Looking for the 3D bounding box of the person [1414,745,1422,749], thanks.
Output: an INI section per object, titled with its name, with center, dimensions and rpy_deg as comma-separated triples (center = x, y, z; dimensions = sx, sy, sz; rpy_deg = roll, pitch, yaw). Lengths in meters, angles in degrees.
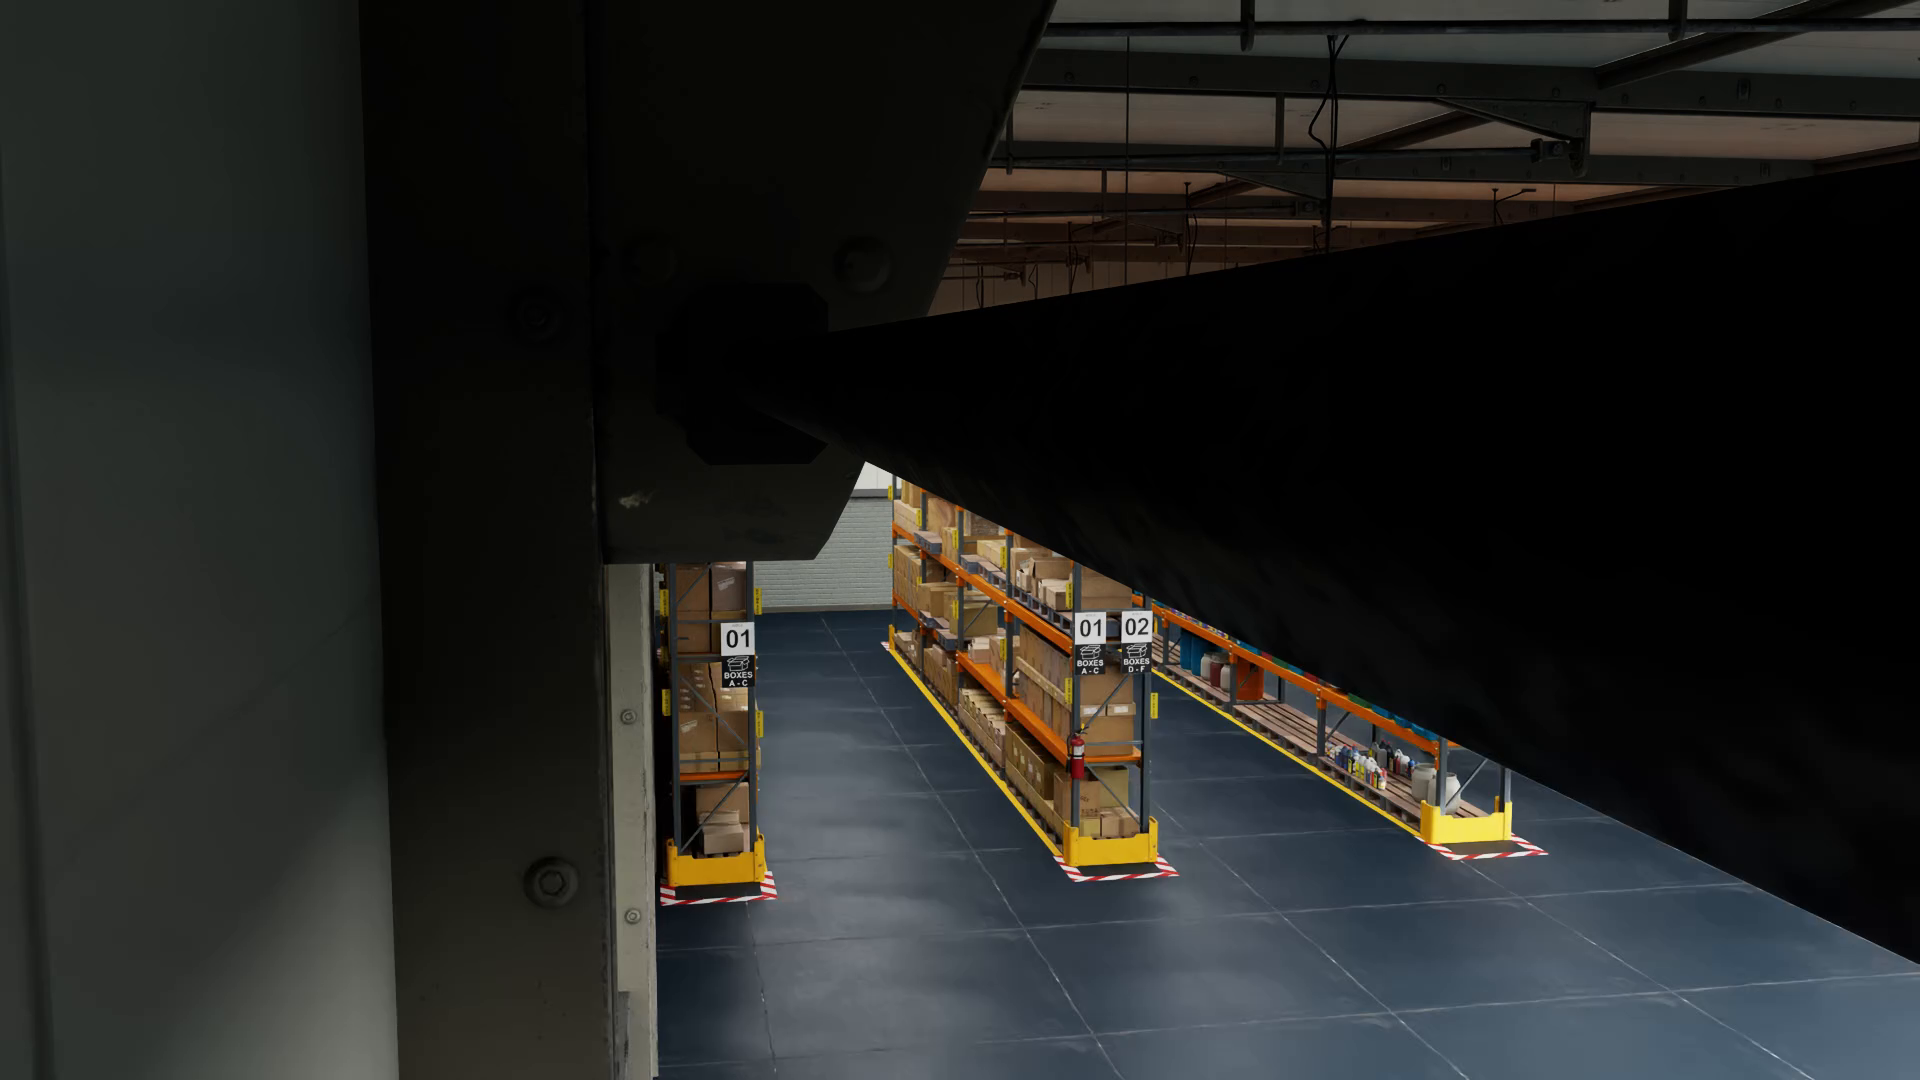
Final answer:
[person]
center = 7.624, 2.532, 27.100
dimensions = 0.580, 1.760, 0.540
rpy_deg = 0, 6, -3
